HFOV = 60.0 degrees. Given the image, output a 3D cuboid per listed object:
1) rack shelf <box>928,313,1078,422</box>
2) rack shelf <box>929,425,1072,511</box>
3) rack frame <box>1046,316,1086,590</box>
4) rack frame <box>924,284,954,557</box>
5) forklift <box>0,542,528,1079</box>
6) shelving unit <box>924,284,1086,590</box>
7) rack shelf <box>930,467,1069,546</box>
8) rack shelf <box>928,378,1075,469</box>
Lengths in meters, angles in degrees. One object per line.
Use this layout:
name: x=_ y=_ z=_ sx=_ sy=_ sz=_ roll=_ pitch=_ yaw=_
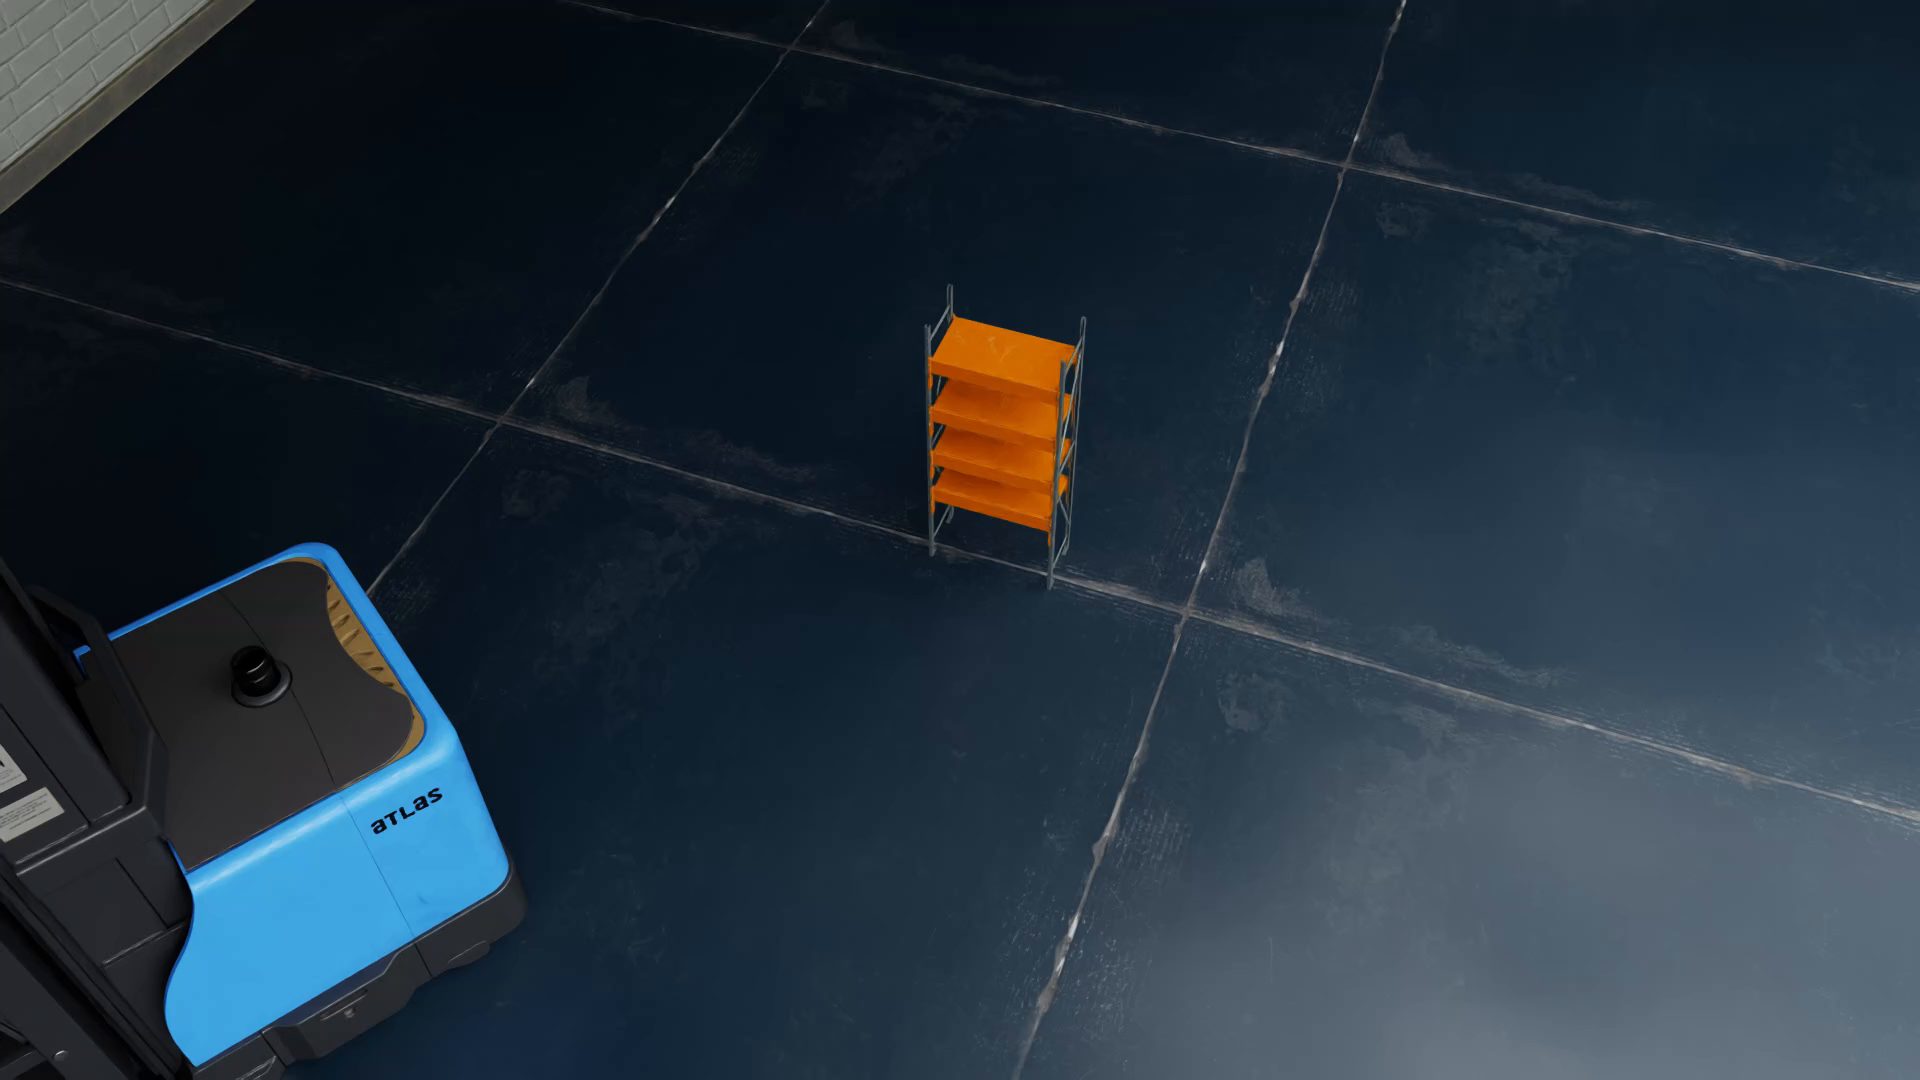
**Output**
rack shelf: x=0.155 y=-0.607 z=5.829 sx=0.480 sy=0.148 sz=0.258 roll=16 pitch=51 yaw=13
rack shelf: x=0.155 y=-0.306 z=6.176 sx=0.480 sy=0.148 sz=0.258 roll=16 pitch=51 yaw=13
rack frame: x=0.384 y=-0.286 z=6.070 sx=0.015 sy=1.200 sz=0.240 roll=16 pitch=51 yaw=13
rack frame: x=-0.074 y=-0.414 z=6.181 sx=0.015 sy=1.200 sz=0.240 roll=16 pitch=51 yaw=13
forklift: x=-2.907 y=0.684 z=4.085 sx=3.031 sy=2.935 sz=1.130 roll=-29 pitch=55 yaw=-23
shelving unit: x=0.155 y=-0.350 z=6.126 sx=0.503 sy=1.200 sz=0.258 roll=16 pitch=51 yaw=13
rack shelf: x=0.155 y=-0.176 z=6.326 sx=0.480 sy=0.148 sz=0.258 roll=16 pitch=51 yaw=13
rack shelf: x=0.155 y=-0.452 z=6.007 sx=0.480 sy=0.148 sz=0.258 roll=16 pitch=51 yaw=13
